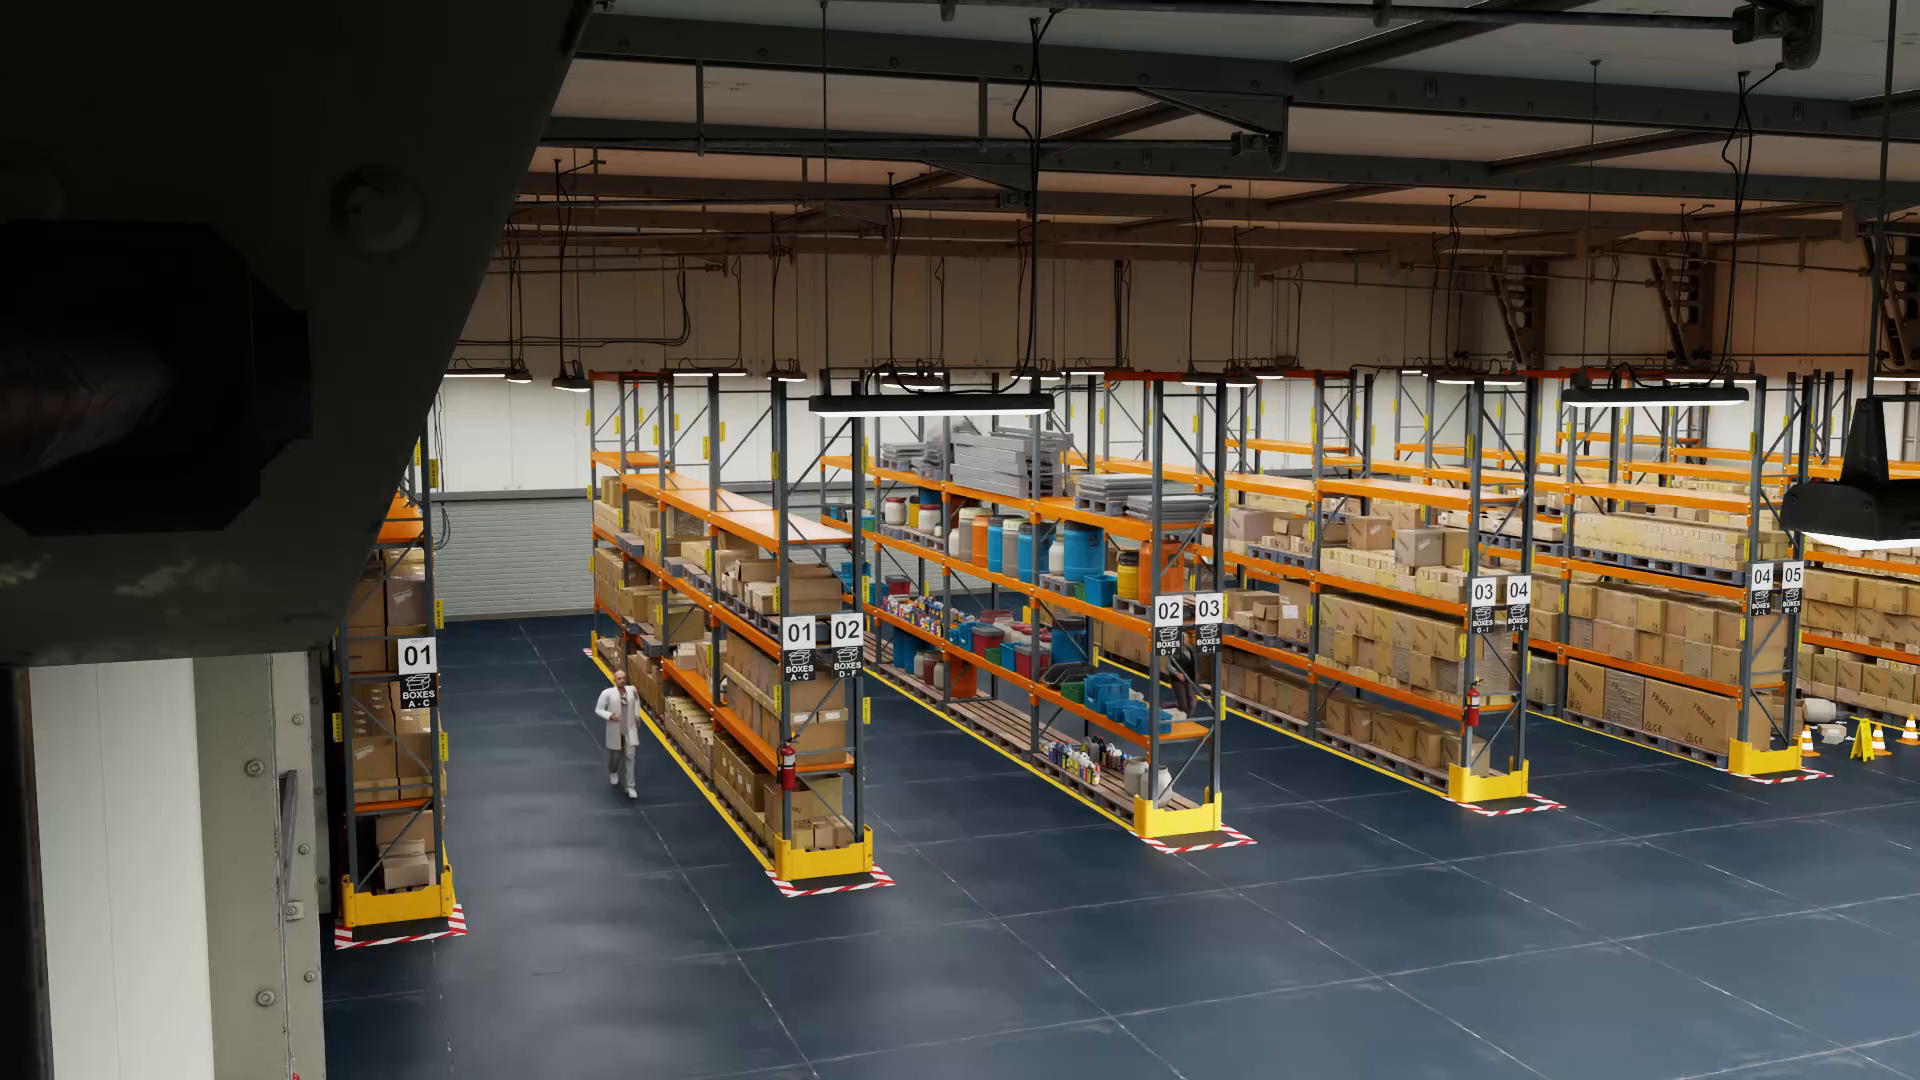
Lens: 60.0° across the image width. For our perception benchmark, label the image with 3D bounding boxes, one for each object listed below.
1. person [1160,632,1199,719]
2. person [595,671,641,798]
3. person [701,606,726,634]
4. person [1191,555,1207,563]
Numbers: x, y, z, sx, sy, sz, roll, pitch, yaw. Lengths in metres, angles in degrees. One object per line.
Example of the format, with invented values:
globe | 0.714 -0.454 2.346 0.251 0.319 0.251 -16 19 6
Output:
person | 3.737 2.386 27.956 0.661 1.691 0.686 -5 8 -37
person | -4.901 2.755 23.990 0.704 1.772 1.070 -3 7 -25
person | -5.321 1.537 35.327 0.706 1.721 0.588 -4 8 -35
person | 5.828 0.872 41.349 0.587 1.689 0.747 0 6 -1
